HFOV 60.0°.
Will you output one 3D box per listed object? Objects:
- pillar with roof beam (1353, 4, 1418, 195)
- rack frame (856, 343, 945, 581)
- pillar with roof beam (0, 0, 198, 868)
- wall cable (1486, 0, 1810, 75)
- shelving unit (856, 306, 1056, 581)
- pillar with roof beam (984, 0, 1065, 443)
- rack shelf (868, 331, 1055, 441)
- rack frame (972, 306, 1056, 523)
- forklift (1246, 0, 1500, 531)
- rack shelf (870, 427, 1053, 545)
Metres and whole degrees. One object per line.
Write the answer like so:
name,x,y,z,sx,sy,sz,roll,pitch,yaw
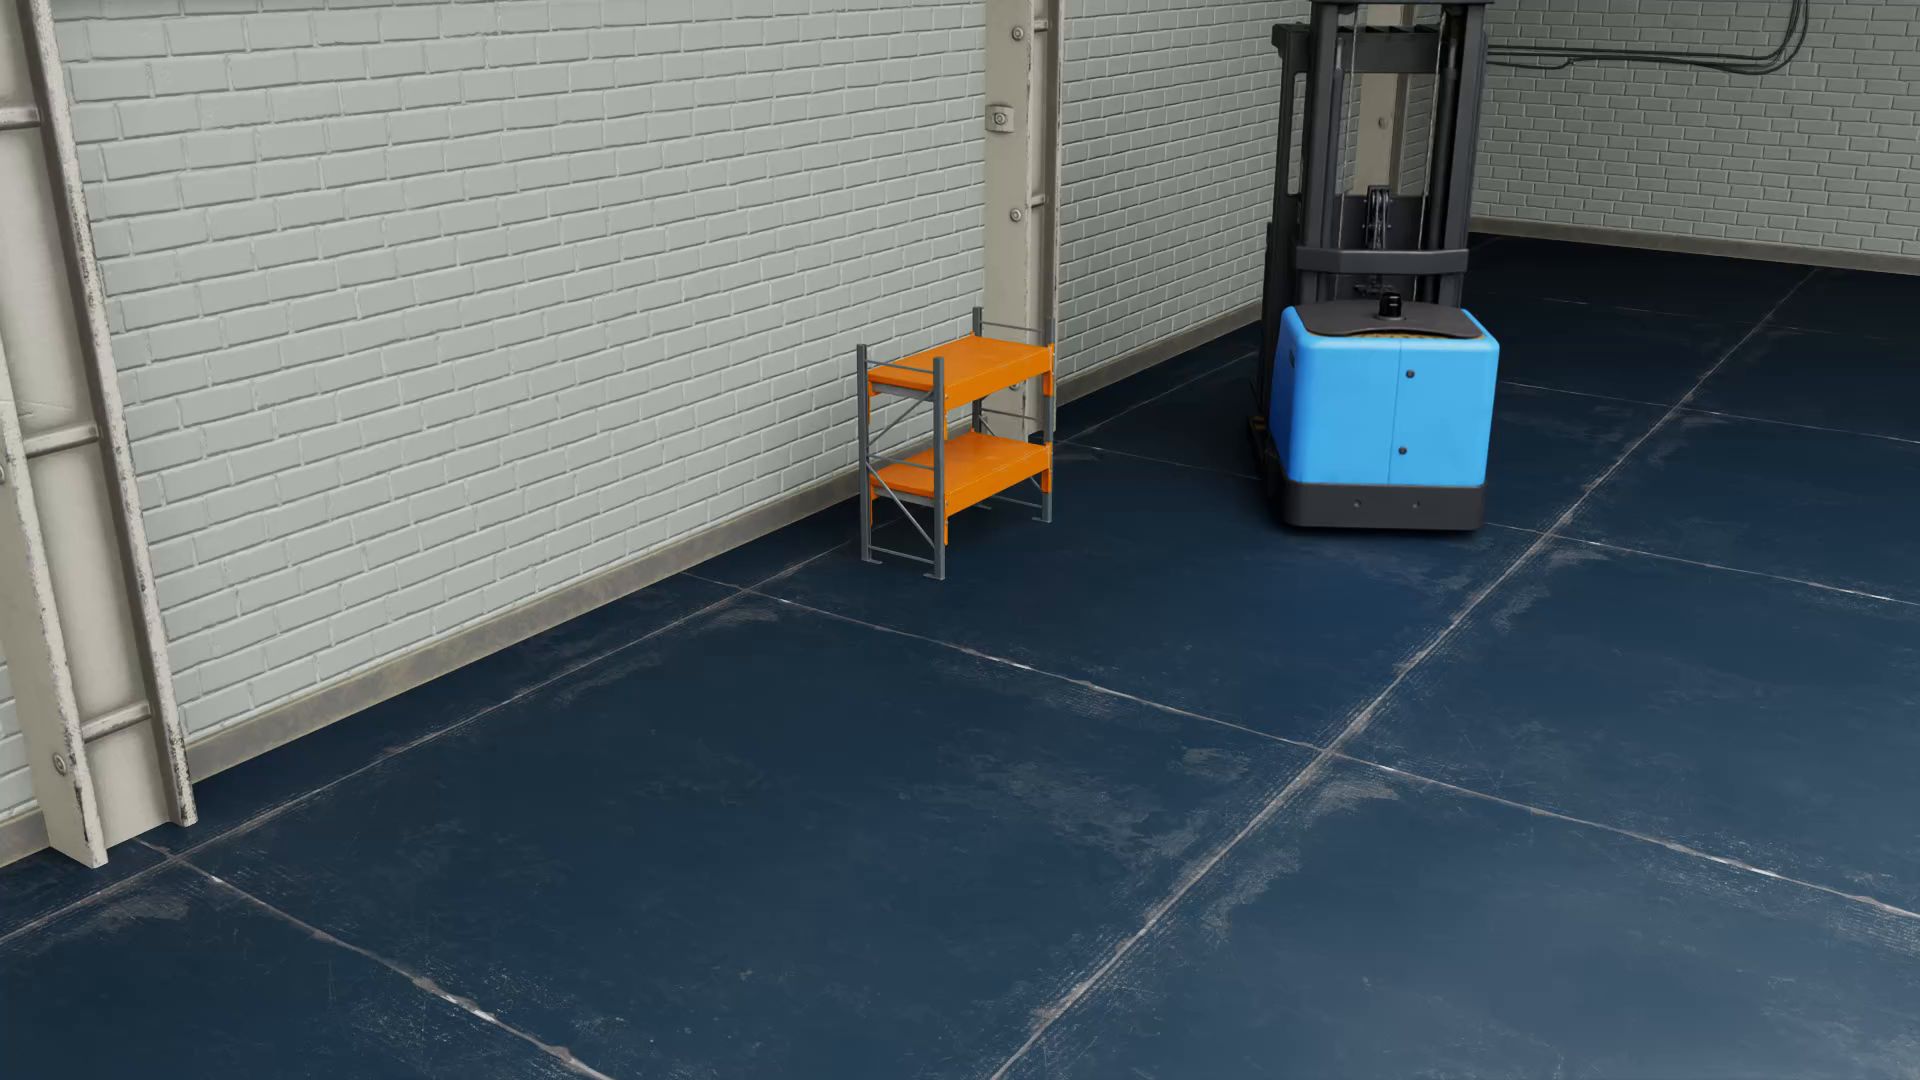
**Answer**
pillar with roof beam,7.314,-5.781,11.423,9.100,9.000,0.400,13,24,32
rack frame,-0.290,-0.380,8.170,0.500,1.125,0.032,13,24,32
pillar with roof beam,0.568,-2.338,2.115,9.100,9.000,0.400,13,24,32
wall cable,6.503,-5.752,15.819,3.097,2.526,0.112,13,24,32
shelving unit,-0.004,-0.526,8.565,0.538,1.125,1.048,13,24,32
pillar with roof beam,3.941,-4.060,6.769,9.100,9.000,0.400,13,24,32
rack shelf,-0.004,-0.800,8.463,0.538,0.278,1.000,13,24,32
rack frame,0.282,-0.671,8.959,0.500,1.125,0.032,13,24,32
forklift,2.338,-1.891,9.651,1.130,2.935,3.031,1,20,4
rack shelf,-0.004,-0.296,8.649,0.538,0.278,1.000,13,24,32
